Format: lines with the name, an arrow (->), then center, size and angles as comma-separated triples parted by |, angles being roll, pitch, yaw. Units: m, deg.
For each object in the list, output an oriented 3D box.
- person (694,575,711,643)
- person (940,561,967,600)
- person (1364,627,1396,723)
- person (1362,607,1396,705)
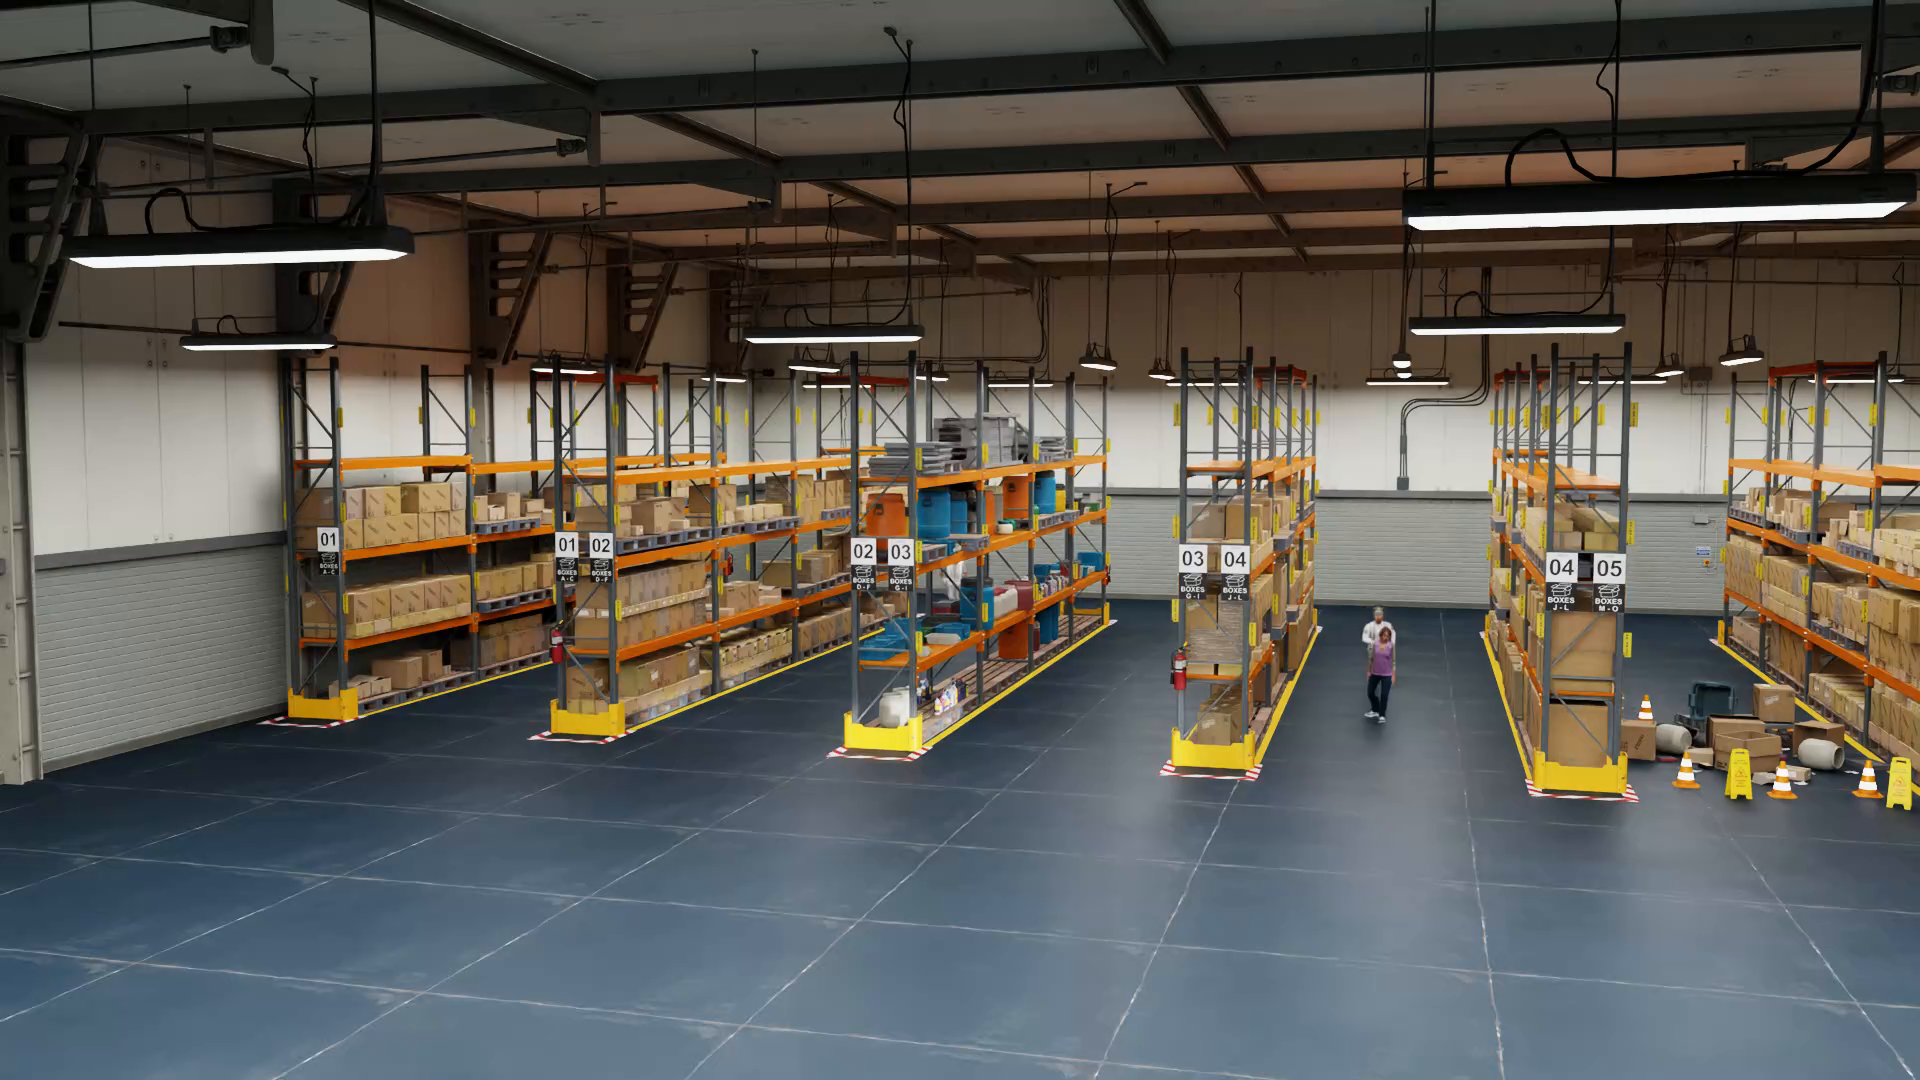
person -> -5.510, 1.554, 35.602 | 0.583, 1.731, 0.722 | 1, 4, 12
person -> -0.165, 1.130, 40.989 | 0.679, 1.759, 0.684 | 0, 4, -6
person -> 6.898, 2.209, 27.299 | 0.538, 1.580, 0.431 | 2, 5, 28
person -> 7.353, 2.021, 29.186 | 0.597, 1.738, 0.809 | 1, 4, 9
